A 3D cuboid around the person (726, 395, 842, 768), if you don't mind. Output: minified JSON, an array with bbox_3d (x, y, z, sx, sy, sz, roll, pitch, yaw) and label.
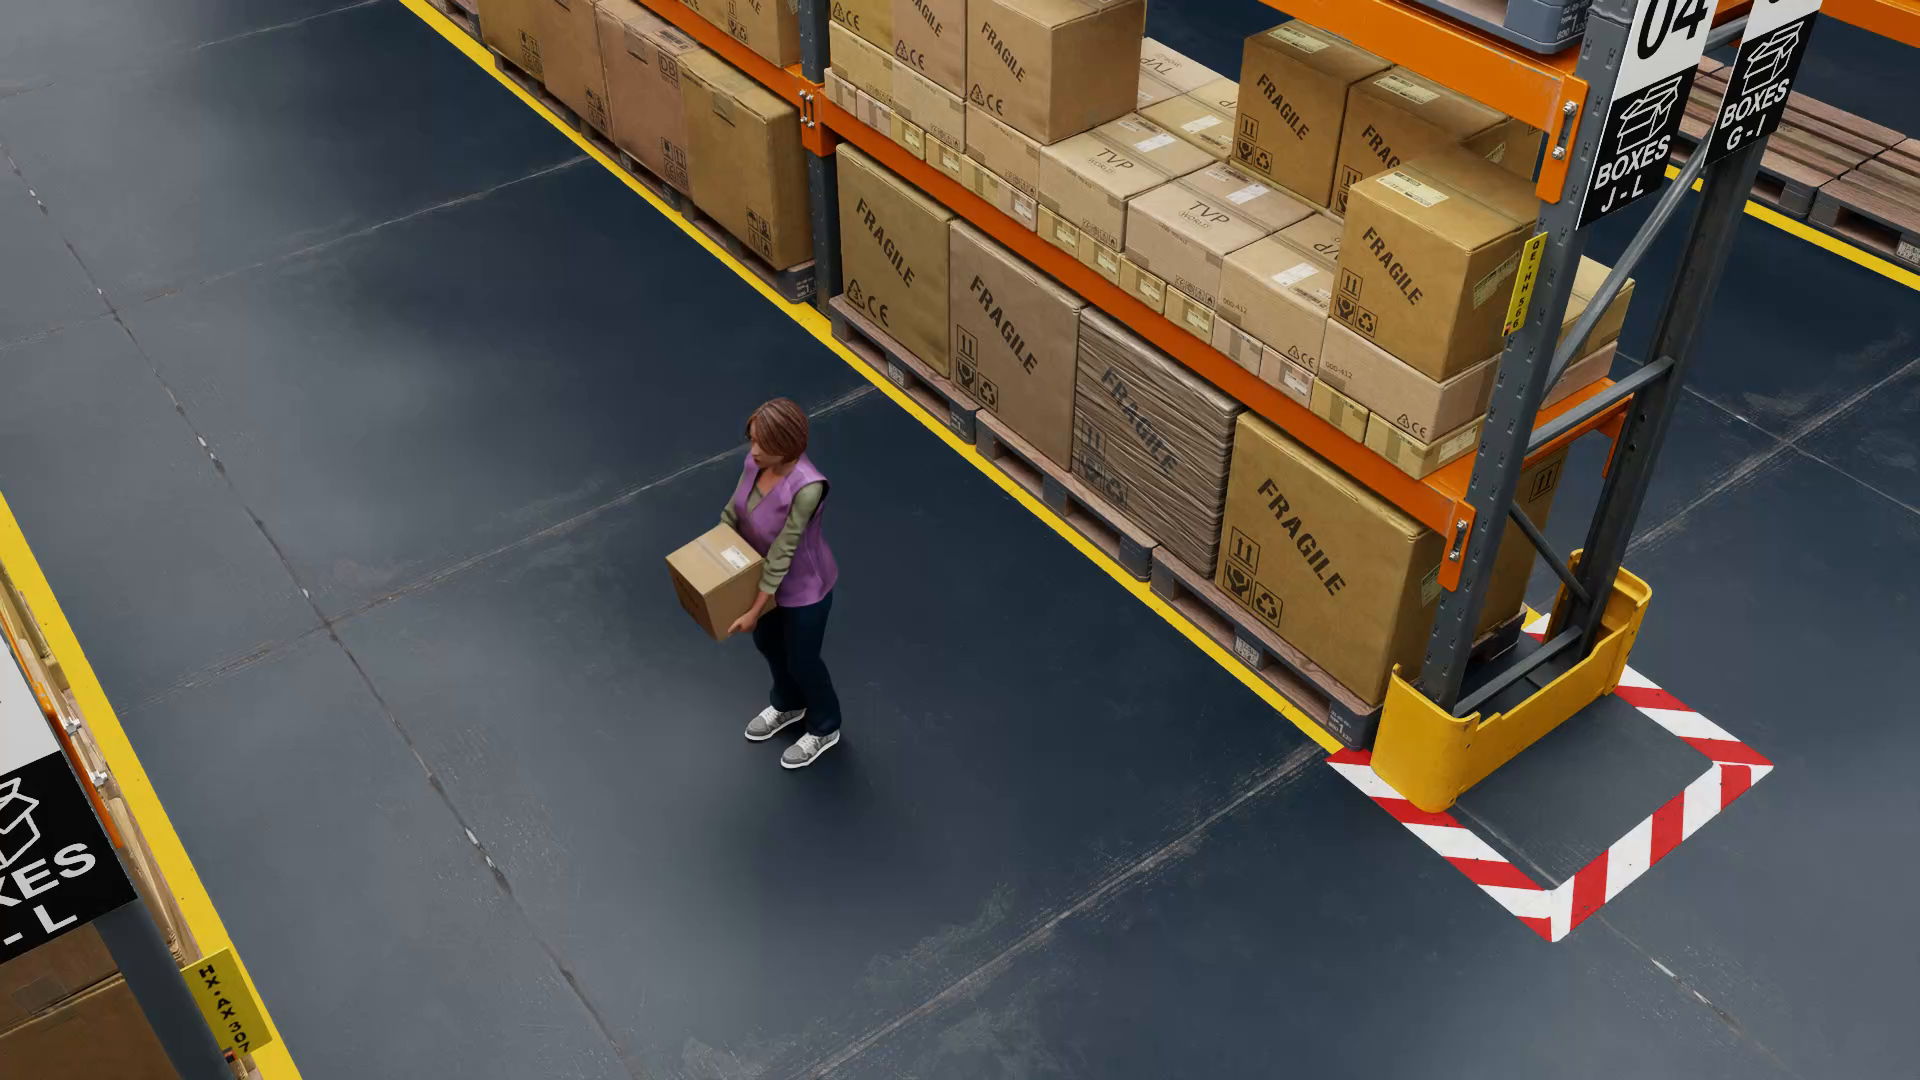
[{"bbox_3d":[-0.681,0.185,5.956,0.496,1.591,0.404,-26,47,-27],"label":"person"}]
